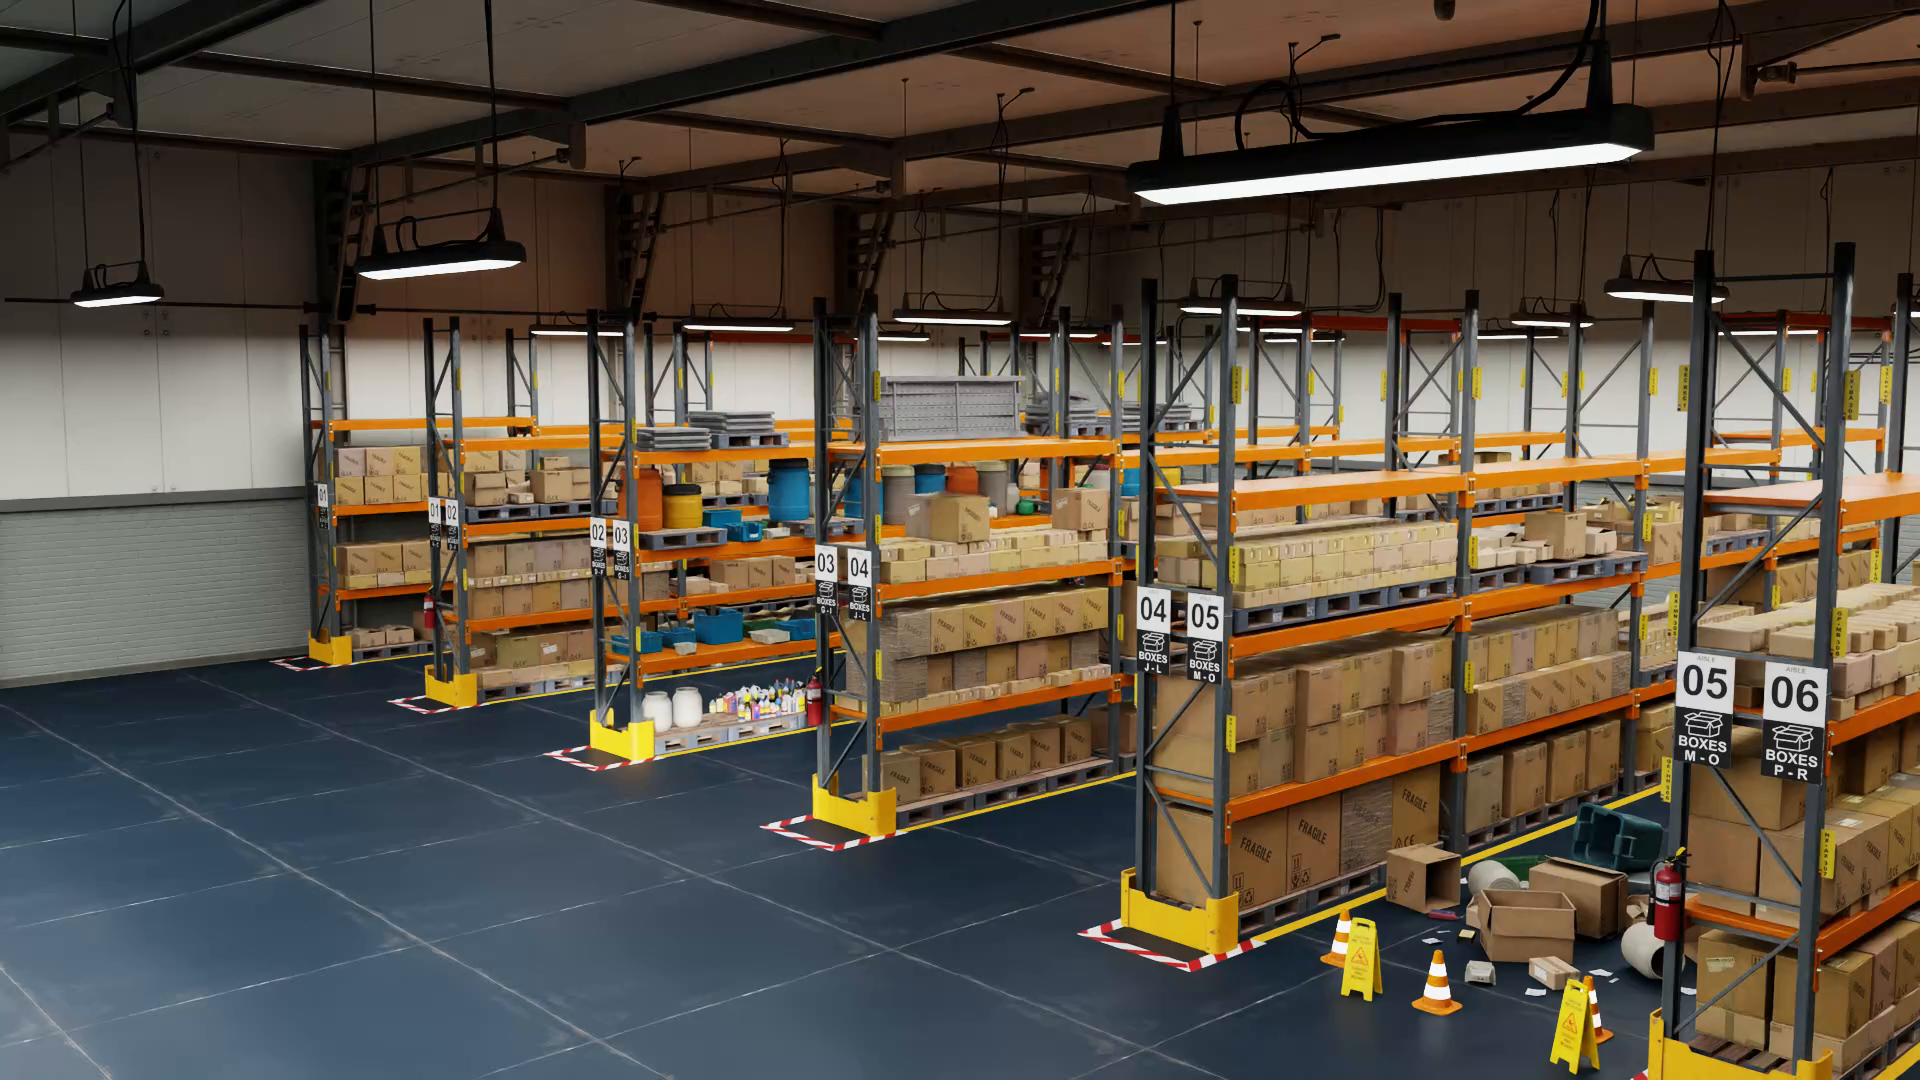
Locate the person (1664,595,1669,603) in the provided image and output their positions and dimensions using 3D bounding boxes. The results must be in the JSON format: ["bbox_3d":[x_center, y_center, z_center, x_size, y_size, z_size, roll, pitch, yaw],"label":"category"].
[{"bbox_3d":[10.896,1.706,25.530,0.571,1.774,0.458,2,6,20],"label":"person"}]
